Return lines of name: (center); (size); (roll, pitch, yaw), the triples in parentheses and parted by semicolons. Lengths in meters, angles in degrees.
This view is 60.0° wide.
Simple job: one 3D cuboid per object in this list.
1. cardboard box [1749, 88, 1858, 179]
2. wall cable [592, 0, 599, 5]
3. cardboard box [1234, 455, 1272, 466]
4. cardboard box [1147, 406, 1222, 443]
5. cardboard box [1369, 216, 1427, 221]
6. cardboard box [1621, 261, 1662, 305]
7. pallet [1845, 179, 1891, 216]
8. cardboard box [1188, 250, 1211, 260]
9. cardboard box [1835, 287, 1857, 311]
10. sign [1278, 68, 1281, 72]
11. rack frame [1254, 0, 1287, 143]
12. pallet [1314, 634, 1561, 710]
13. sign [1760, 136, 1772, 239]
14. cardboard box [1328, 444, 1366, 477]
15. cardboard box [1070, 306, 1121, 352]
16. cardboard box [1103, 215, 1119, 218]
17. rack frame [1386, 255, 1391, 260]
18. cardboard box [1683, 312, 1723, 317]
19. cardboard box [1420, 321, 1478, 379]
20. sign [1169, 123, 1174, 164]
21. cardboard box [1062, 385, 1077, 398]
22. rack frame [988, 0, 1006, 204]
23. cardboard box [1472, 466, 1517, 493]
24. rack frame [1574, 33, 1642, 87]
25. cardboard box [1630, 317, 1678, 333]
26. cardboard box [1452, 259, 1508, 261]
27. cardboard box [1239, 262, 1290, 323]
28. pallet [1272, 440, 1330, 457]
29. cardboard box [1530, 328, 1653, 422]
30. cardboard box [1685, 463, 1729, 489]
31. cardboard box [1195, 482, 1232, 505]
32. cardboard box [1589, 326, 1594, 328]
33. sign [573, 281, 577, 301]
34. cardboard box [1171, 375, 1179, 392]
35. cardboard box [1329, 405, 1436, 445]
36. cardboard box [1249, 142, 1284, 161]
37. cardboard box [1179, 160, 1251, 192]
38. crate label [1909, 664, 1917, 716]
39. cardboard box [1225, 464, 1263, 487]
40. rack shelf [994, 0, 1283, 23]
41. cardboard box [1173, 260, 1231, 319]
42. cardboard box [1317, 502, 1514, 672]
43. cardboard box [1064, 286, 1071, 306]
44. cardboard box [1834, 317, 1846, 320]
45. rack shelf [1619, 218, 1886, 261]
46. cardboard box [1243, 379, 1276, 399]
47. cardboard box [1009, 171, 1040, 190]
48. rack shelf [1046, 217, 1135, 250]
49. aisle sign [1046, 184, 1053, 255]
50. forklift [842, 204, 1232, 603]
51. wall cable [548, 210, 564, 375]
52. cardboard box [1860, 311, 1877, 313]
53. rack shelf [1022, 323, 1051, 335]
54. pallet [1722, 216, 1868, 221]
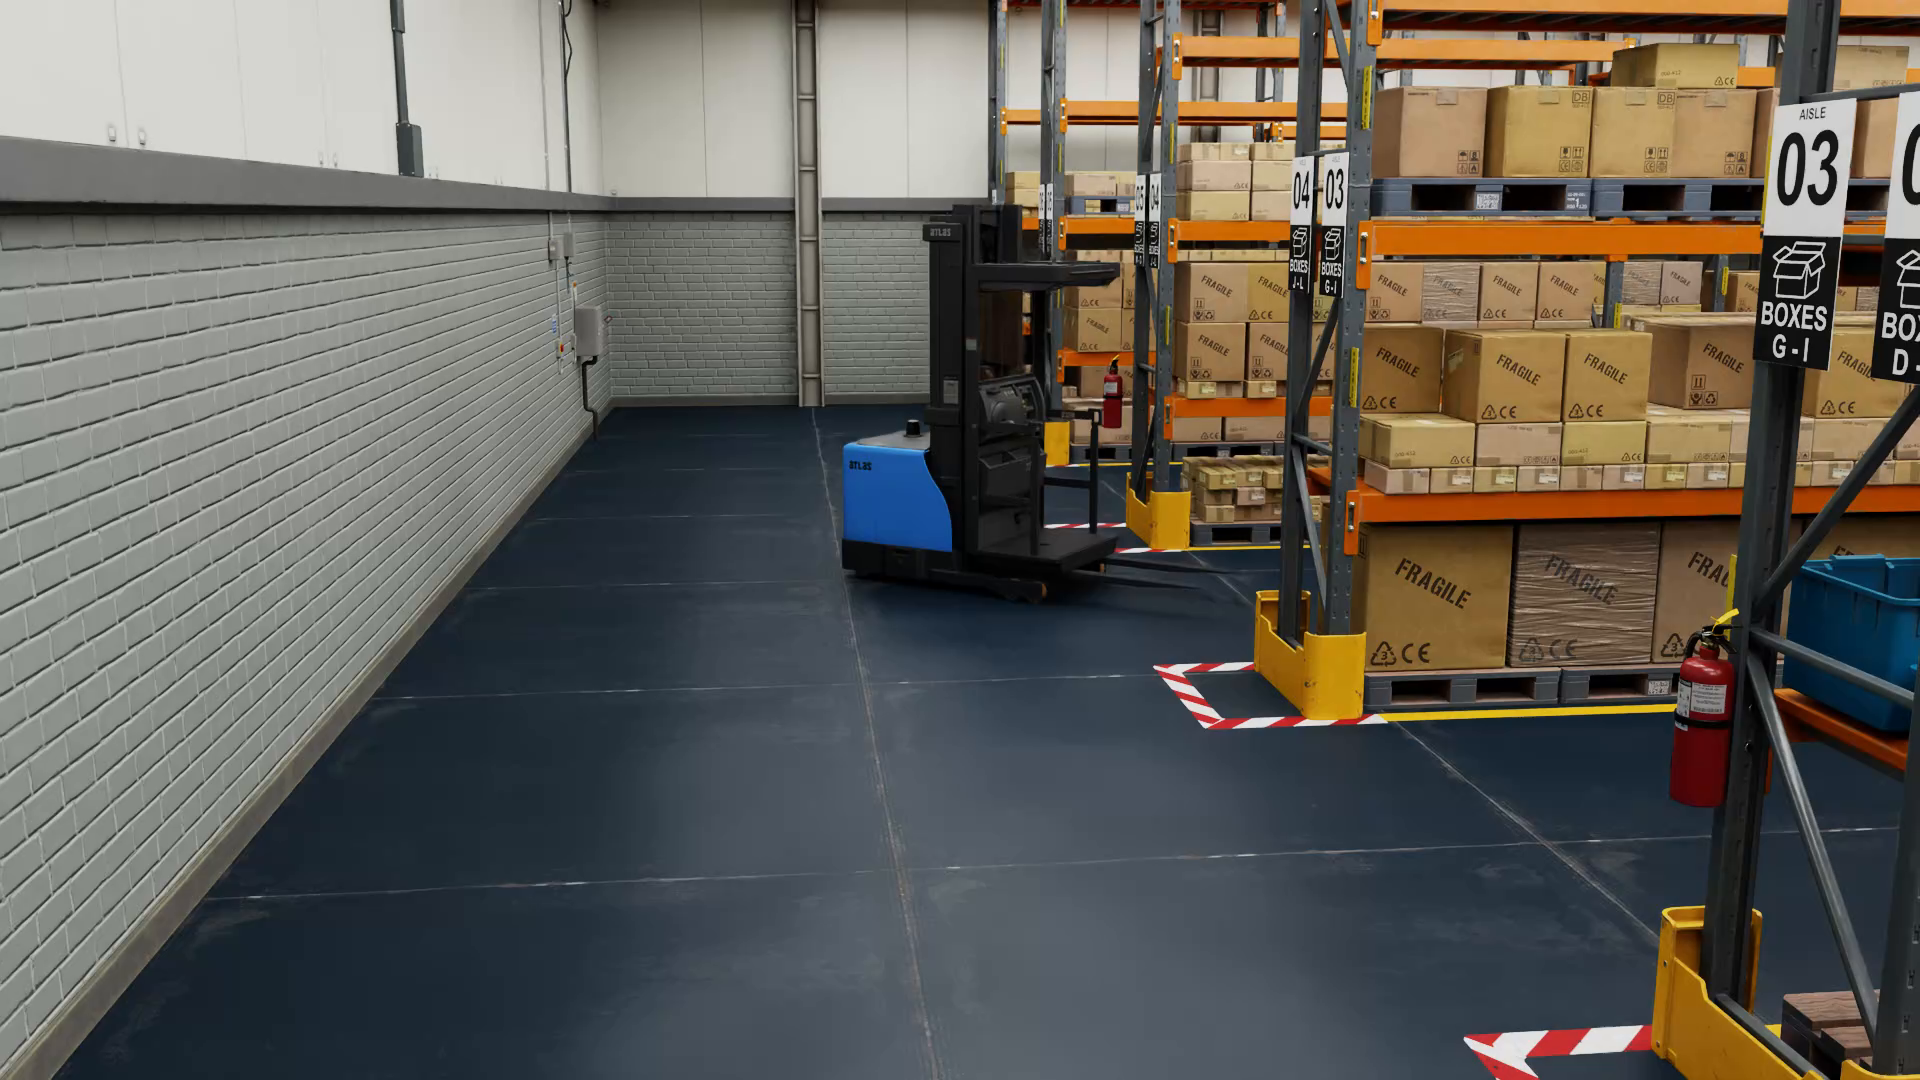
cardboard box: (4.803, -2.368, 9.754); (0.500, 0.500, 0.700); (-1, 11, -3)
wall cable: (-5.226, -9.200, 23.918); (0.133, 3.039, 2.988); (-1, 11, -6)
cardboard box: (2.697, -0.683, 15.325); (0.250, 0.149, 0.380); (-1, 11, -7)
cardboard box: (2.618, -1.450, 20.020); (0.875, 0.438, 0.875); (-1, 11, -5)
cardboard box: (3.721, -2.891, 14.409); (0.500, 0.250, 0.500); (-1, 11, -6)
cardboard box: (8.022, -3.080, 19.910); (0.500, 0.500, 0.500); (-1, 11, -5)
pallet: (5.296, -2.043, 9.940); (1.213, 0.211, 1.003); (-1, 11, -6)
cardboard box: (2.738, -3.284, 19.262); (0.250, 0.149, 0.380); (-1, 11, -6)
cardboard box: (10.533, -3.005, 20.256); (0.500, 0.500, 0.500); (-1, 11, -5)
sign: (4.541, -6.819, 23.598); (0.005, 0.325, 0.100); (-1, 11, -6)
rack frame: (4.500, -6.426, 24.227); (0.127, 3.000, 1.000); (-1, 11, -6)
pallet: (2.920, 0.790, 10.303); (1.213, 0.211, 1.003); (-1, 11, -6)
sign: (2.593, -1.123, 5.297); (0.005, 0.325, 0.100); (-1, 11, -6)
cardboard box: (2.452, -0.494, 10.257); (0.250, 0.149, 0.380); (-1, 11, -5)
cardboard box: (1.572, -2.451, 19.302); (0.500, 0.500, 0.500); (-1, 11, -7)
cardboard box: (2.138, -4.732, 24.035); (0.250, 0.149, 0.380); (-1, 11, -7)
rack frame: (5.040, -2.531, 19.967); (0.053, 2.616, 0.949); (-1, 11, -6)
cardboard box: (6.838, -2.020, 15.388); (0.250, 0.149, 0.380); (-1, 11, -6)
cardboard box: (4.214, -1.693, 14.676); (0.500, 0.500, 0.500); (-1, 11, -6)
sign: (1.757, -3.297, 13.819); (0.005, 0.325, 0.100); (-1, 11, -6)
cardboard box: (1.568, -2.202, 24.596); (0.250, 0.149, 0.380); (-2, 11, -8)
rack frame: (0.524, -6.343, 23.803); (0.127, 3.000, 1.000); (-1, 11, -6)
cardboard box: (3.032, -0.379, 9.669); (0.250, 0.149, 0.380); (-1, 11, -7)
rack frame: (5.675, -4.527, 14.568); (0.127, 3.000, 1.000); (-1, 11, -6)
cardboard box: (6.116, -1.878, 14.666); (0.250, 0.149, 0.380); (-1, 11, -3)
cardboard box: (4.686, -2.293, 15.132); (0.500, 0.500, 0.500); (-2, 11, -8)
cardboard box: (2.674, -2.156, 14.436); (0.500, 0.500, 0.500); (-1, 11, -4)
pallet: (4.276, -1.161, 20.229); (1.213, 0.211, 1.003); (-1, 11, -6)
cardboard box: (3.651, -0.968, 9.688); (0.500, 0.500, 0.500); (-2, 11, -8)
cardboard box: (4.312, -0.406, 9.807); (0.250, 0.149, 0.380); (-1, 11, -5)
cardboard box: (2.247, -0.415, 14.733); (0.250, 0.149, 0.380); (-1, 11, -4)
cardboard box: (7.533, -2.459, 19.989); (0.500, 0.250, 0.500); (-1, 11, -7)
sign: (-4.822, -3.122, 20.829); (0.001, 0.242, 0.339); (-1, 11, -6)
cardboard box: (1.992, -1.438, 15.057); (0.250, 0.149, 0.380); (-1, 11, -6)
cardboard box: (2.587, -0.680, 10.169); (0.500, 0.250, 0.500); (-1, 11, -7)
cardboard box: (2.578, -3.296, 14.140); (0.250, 0.149, 0.380); (-1, 11, -6)
cardboard box: (2.173, -3.103, 14.193); (0.500, 0.250, 0.500); (-1, 11, -5)
crate label: (2.949, 0.514, 4.757); (0.303, 0.233, 0.416); (-1, 11, -6)
cardboard box: (2.517, -0.574, 14.770); (0.250, 0.149, 0.380); (-1, 11, -5)
rack shelf: (2.512, -7.662, 23.764); (4.000, 0.370, 1.077); (-1, 11, -6)
cardboard box: (2.126, -2.243, 14.879); (0.500, 0.500, 0.500); (-1, 11, -7)
cardboard box: (2.761, 0.261, 10.184); (0.875, 0.875, 0.875); (-1, 11, -6)
cardboard box: (1.517, -3.043, 19.718); (0.500, 0.500, 0.500); (-1, 11, -4)
cardboard box: (7.669, -1.912, 14.836); (0.250, 0.149, 0.380); (-1, 11, -4)
rack shelf: (7.663, -2.744, 15.138); (4.000, 0.370, 1.077); (-1, 11, -6)
cardboard box: (2.578, -1.329, 14.505); (0.250, 0.149, 0.380); (-2, 11, -8)
cardboard box: (0.992, -5.150, 23.832); (0.500, 0.250, 0.500); (-1, 11, -7)
rack shelf: (3.052, -3.608, 19.532); (4.000, 0.370, 1.077); (-1, 11, -6)
aisle sign: (1.023, -3.666, 18.999); (0.004, 0.787, 0.394); (-1, 11, -6)
forklift: (0.582, -1.080, 12.766); (3.031, 2.935, 1.130); (7, 13, 30)
wall cable: (-4.540, -2.839, 18.819); (0.123, 1.953, 0.585); (-1, 11, -6)
cardboard box: (8.660, -2.059, 15.584); (0.250, 0.149, 0.380); (-1, 11, -6)
rack shelf: (2.512, -3.088, 24.663); (4.000, 0.370, 1.077); (-1, 11, -6)
pallet: (7.331, -2.978, 14.949); (1.003, 0.211, 1.213); (-1, 11, -6)
